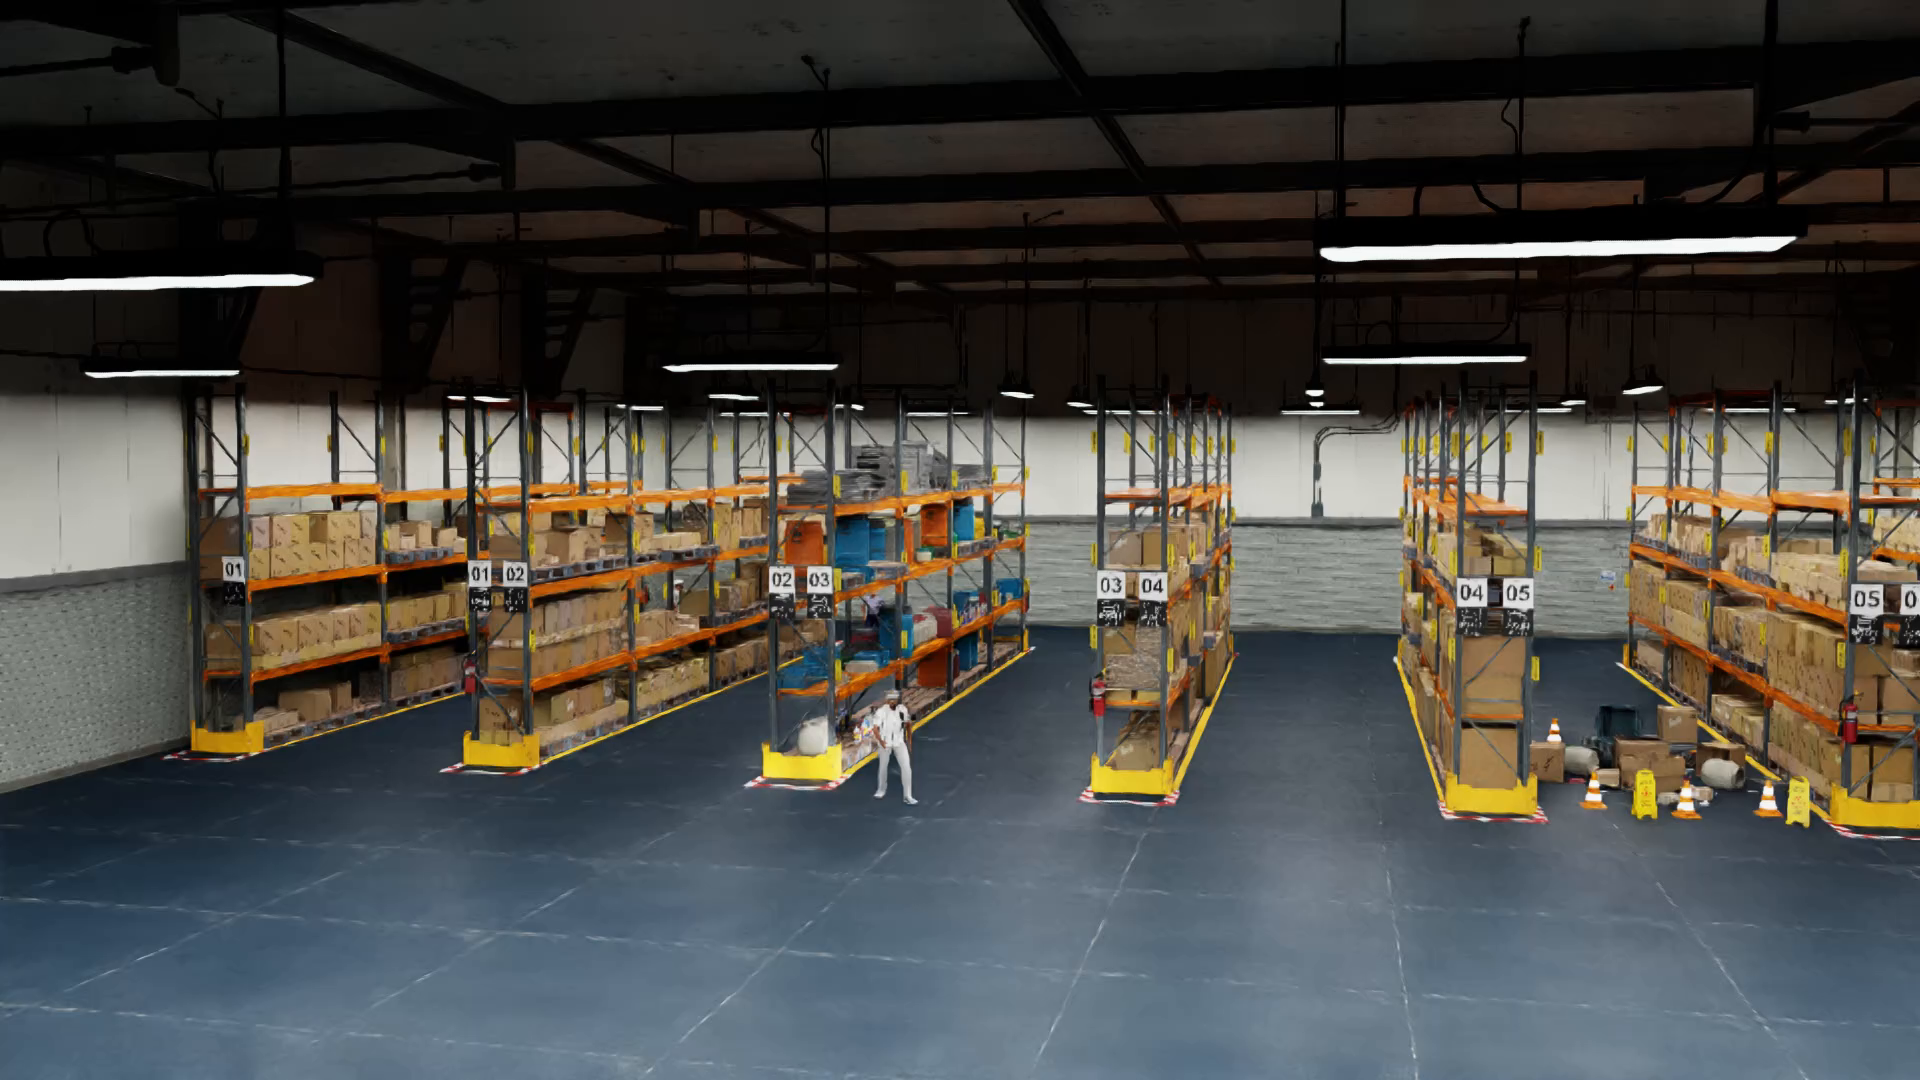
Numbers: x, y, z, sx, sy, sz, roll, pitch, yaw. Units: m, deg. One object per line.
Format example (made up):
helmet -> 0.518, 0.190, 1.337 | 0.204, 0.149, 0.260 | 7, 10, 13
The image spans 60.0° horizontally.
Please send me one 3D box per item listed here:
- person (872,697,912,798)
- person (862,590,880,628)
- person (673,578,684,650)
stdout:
person -> -0.949, 2.833, 23.308 | 0.568, 1.524, 0.812 | 0, 3, -4
person -> -2.094, 1.898, 40.503 | 0.625, 1.596, 0.517 | 1, 3, 10
person -> -6.782, 1.774, 39.969 | 0.367, 1.732, 0.616 | 0, 3, -3
